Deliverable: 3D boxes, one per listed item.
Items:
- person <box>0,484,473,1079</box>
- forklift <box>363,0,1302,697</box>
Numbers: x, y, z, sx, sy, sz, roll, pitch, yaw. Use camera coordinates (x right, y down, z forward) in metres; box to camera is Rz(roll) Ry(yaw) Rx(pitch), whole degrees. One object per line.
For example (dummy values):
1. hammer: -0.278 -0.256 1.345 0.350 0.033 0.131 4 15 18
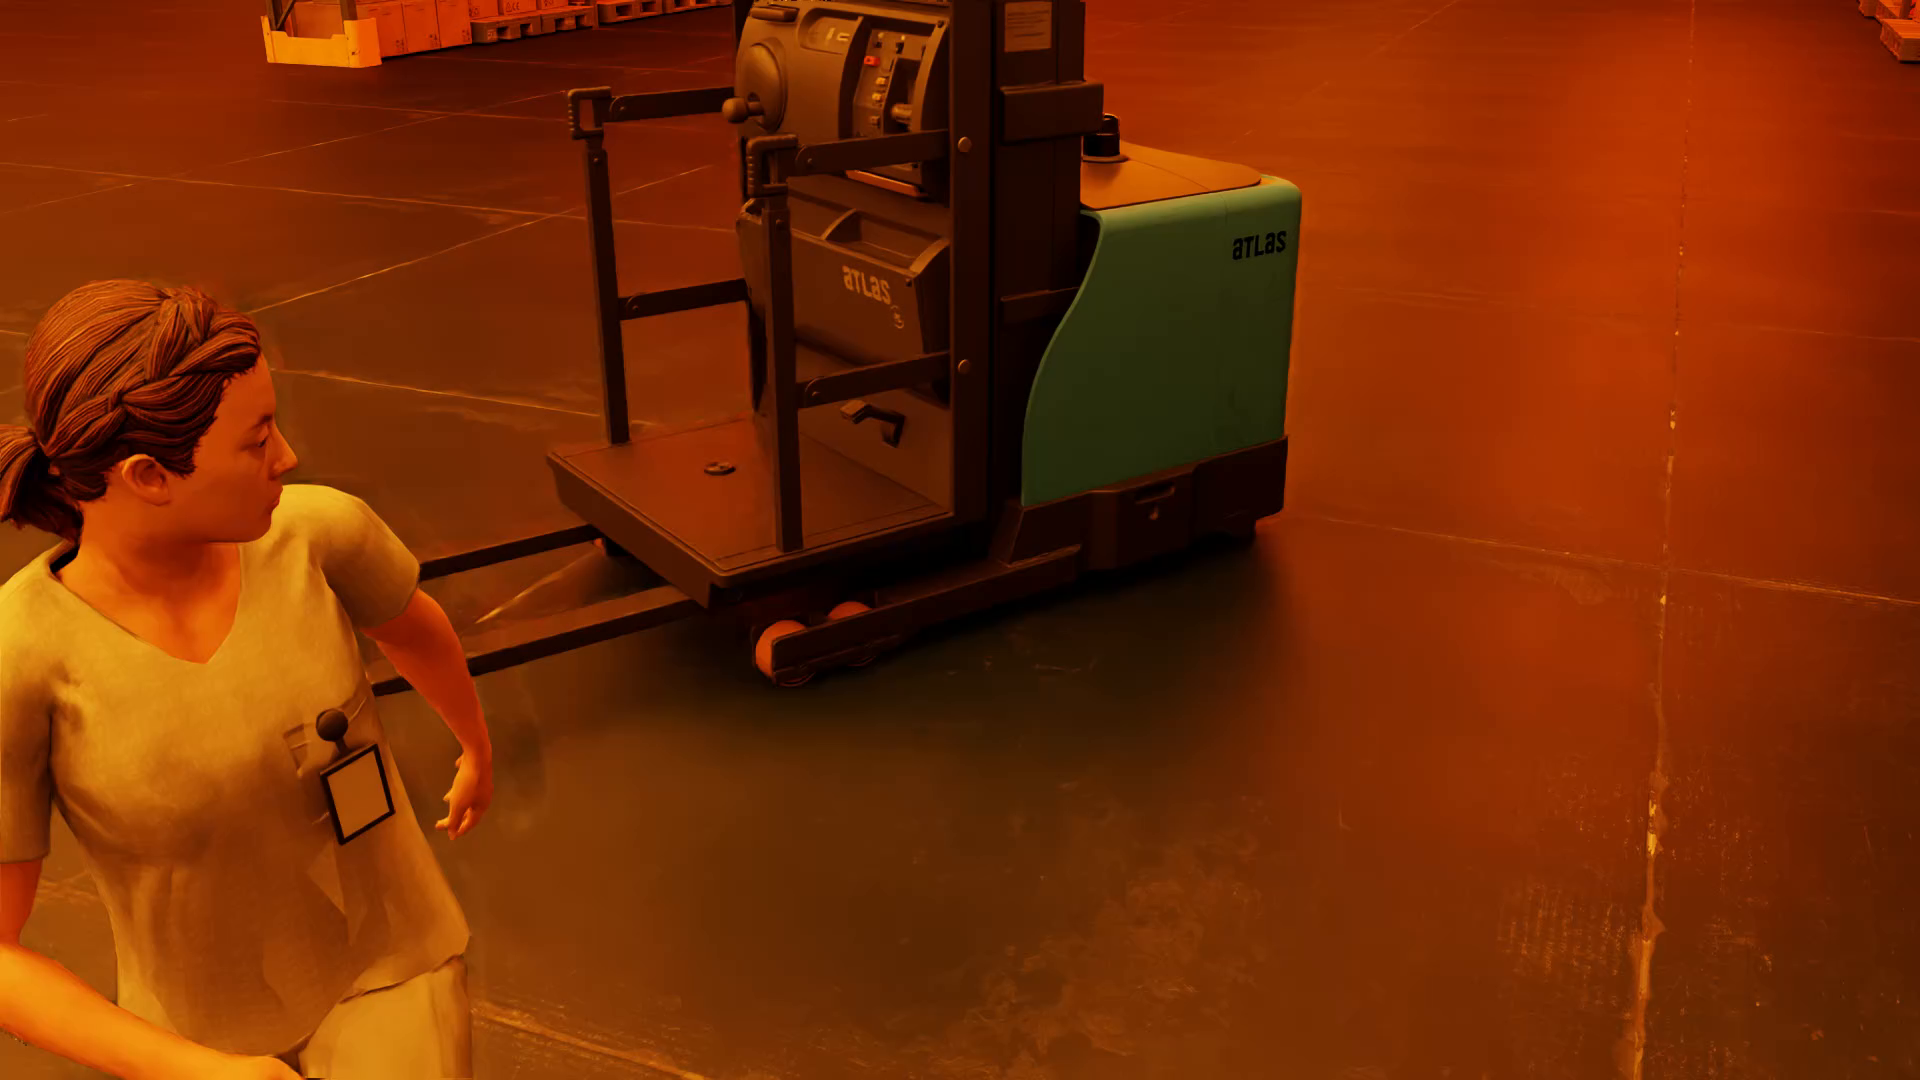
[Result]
1. person: -0.749 0.598 1.798 0.471 1.314 0.560 -8 24 -19
2. forklift: -0.493 -1.212 4.191 3.031 2.935 1.130 -15 27 -32
